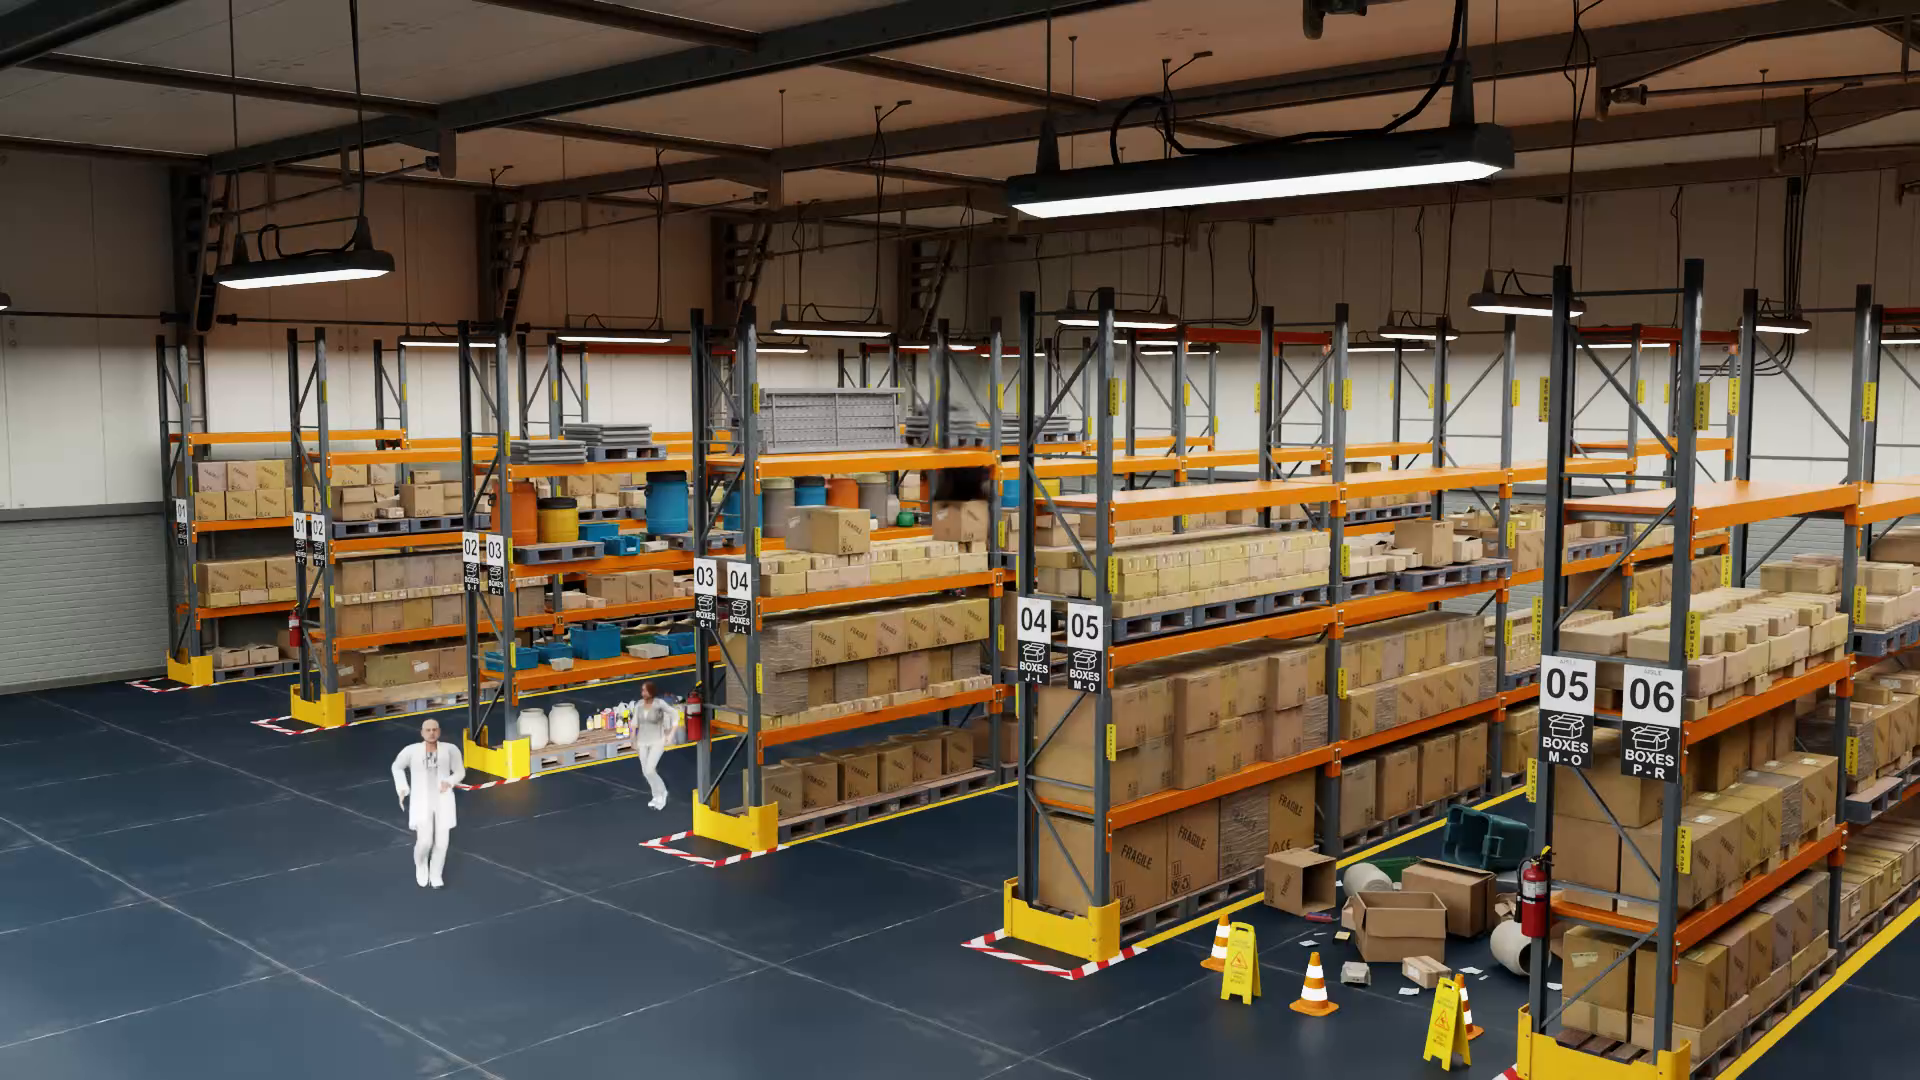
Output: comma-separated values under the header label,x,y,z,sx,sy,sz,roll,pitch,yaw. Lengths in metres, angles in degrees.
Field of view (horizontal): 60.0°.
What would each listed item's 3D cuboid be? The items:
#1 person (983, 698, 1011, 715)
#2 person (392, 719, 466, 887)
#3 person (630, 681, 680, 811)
label,x,y,z,sx,sy,sz,roll,pitch,yaw
person,0.521,2.003,24.996,0.627,1.703,0.936,3,6,32
person,-5.381,2.699,16.933,0.695,1.742,0.677,-2,6,-24
person,-3.729,2.487,20.096,0.559,1.581,0.628,2,6,21
